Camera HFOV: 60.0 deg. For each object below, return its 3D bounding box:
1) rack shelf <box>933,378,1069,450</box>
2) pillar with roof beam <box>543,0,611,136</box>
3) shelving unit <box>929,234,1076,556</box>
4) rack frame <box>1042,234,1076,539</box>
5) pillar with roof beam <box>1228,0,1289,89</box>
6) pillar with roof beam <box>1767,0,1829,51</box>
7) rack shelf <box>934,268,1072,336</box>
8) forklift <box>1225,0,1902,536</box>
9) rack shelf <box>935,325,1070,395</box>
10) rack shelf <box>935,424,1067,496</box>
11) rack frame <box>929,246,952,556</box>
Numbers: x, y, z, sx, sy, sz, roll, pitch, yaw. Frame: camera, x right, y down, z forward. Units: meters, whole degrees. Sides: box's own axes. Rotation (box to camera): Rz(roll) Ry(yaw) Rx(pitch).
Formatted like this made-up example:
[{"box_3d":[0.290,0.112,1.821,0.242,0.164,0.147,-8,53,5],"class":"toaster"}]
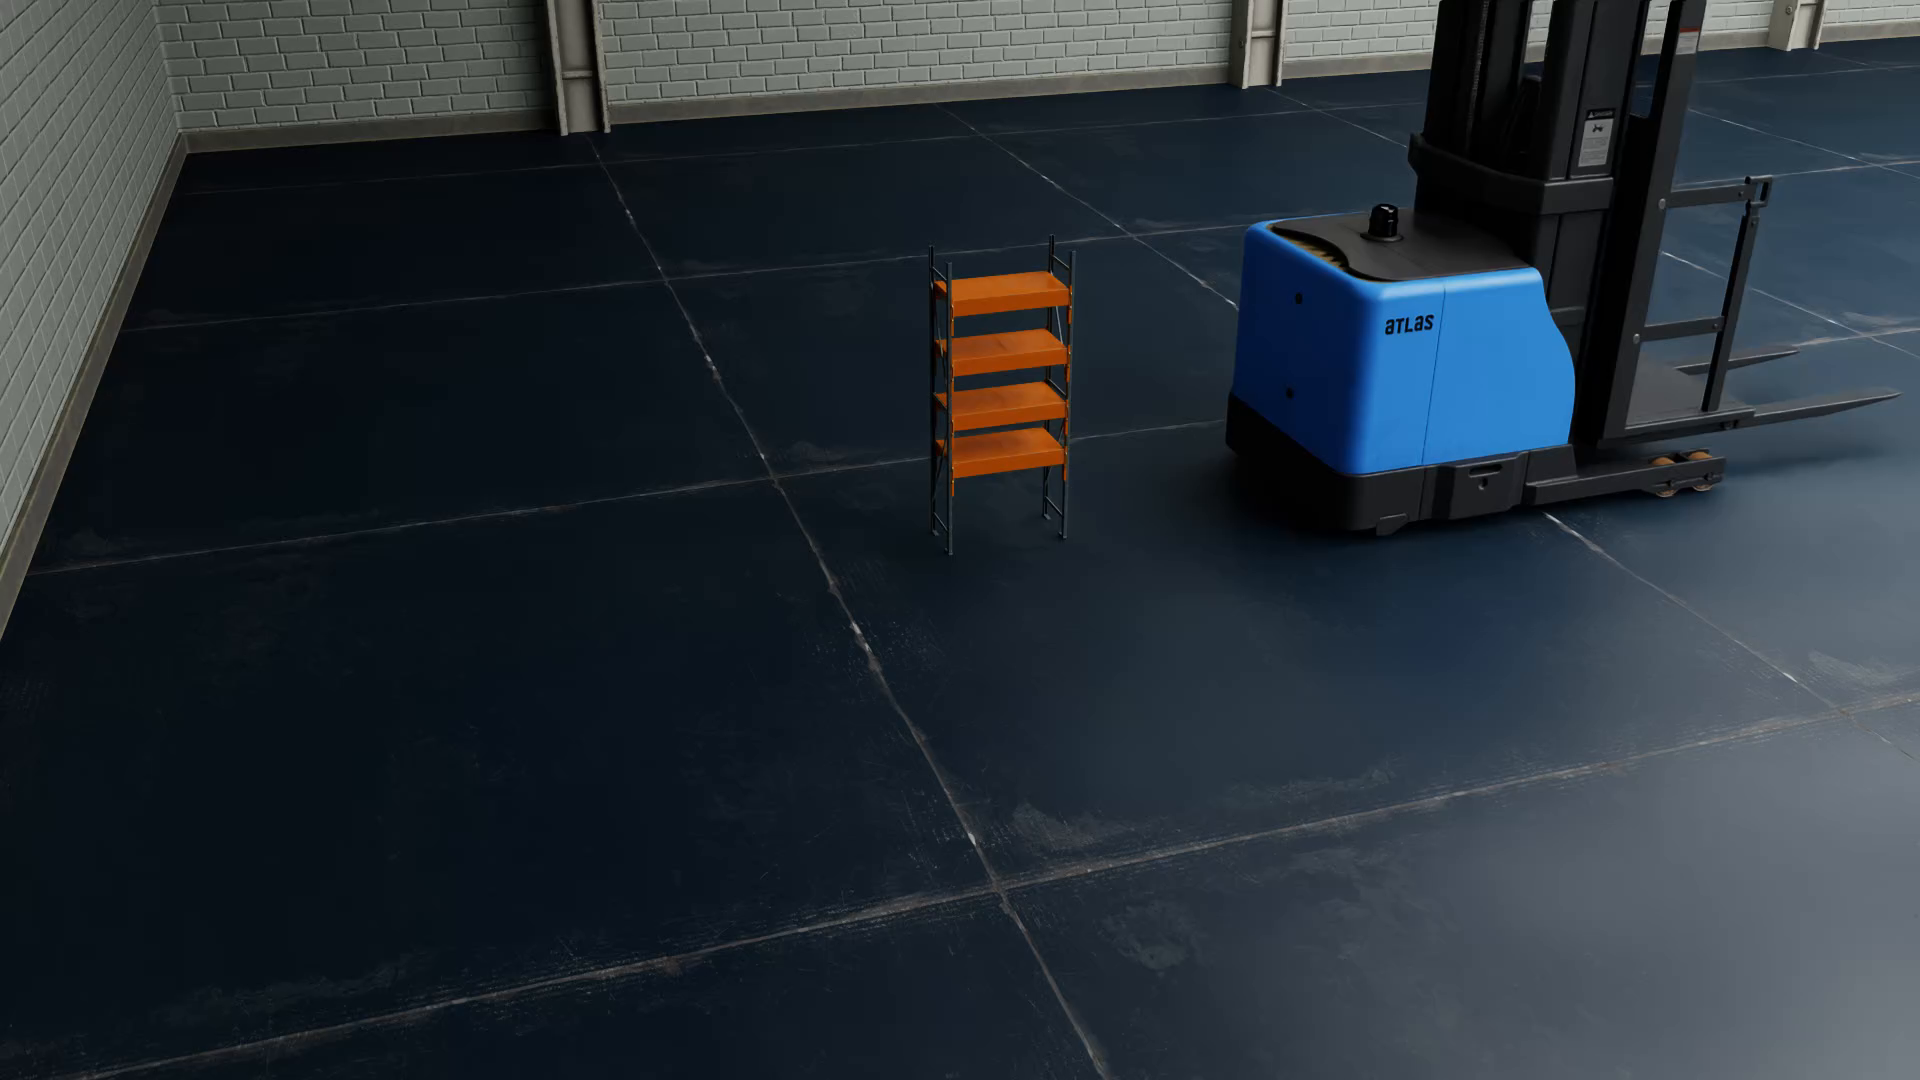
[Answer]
[{"box_3d":[0.157,-0.500,6.559,0.480,0.148,0.258,-8,28,-16],"class":"rack shelf"},{"box_3d":[-1.705,-5.521,7.751,0.400,9.000,9.100,-8,28,-16],"class":"pillar with roof beam"},{"box_3d":[0.157,-0.560,6.529,0.503,1.200,0.258,-8,28,-16],"class":"shelving unit"},{"box_3d":[0.389,-0.594,6.597,0.015,1.200,0.240,-8,28,-16],"class":"rack frame"},{"box_3d":[4.000,-6.347,9.415,0.400,9.000,9.100,-8,28,-16],"class":"pillar with roof beam"},{"box_3d":[9.705,-7.173,11.079,0.400,9.000,9.100,-8,28,-16],"class":"pillar with roof beam"},{"box_3d":[0.157,-0.912,6.354,0.480,0.148,0.258,-8,28,-16],"class":"rack shelf"},{"box_3d":[2.766,-1.708,6.895,3.031,2.935,1.130,-9,28,-17],"class":"forklift"},{"box_3d":[0.157,-0.700,6.460,0.480,0.148,0.258,-8,28,-16],"class":"rack shelf"},{"box_3d":[0.157,-0.322,6.647,0.480,0.148,0.258,-8,28,-16],"class":"rack shelf"},{"box_3d":[-0.075,-0.527,6.461,0.015,1.200,0.240,-8,28,-16],"class":"rack frame"}]
